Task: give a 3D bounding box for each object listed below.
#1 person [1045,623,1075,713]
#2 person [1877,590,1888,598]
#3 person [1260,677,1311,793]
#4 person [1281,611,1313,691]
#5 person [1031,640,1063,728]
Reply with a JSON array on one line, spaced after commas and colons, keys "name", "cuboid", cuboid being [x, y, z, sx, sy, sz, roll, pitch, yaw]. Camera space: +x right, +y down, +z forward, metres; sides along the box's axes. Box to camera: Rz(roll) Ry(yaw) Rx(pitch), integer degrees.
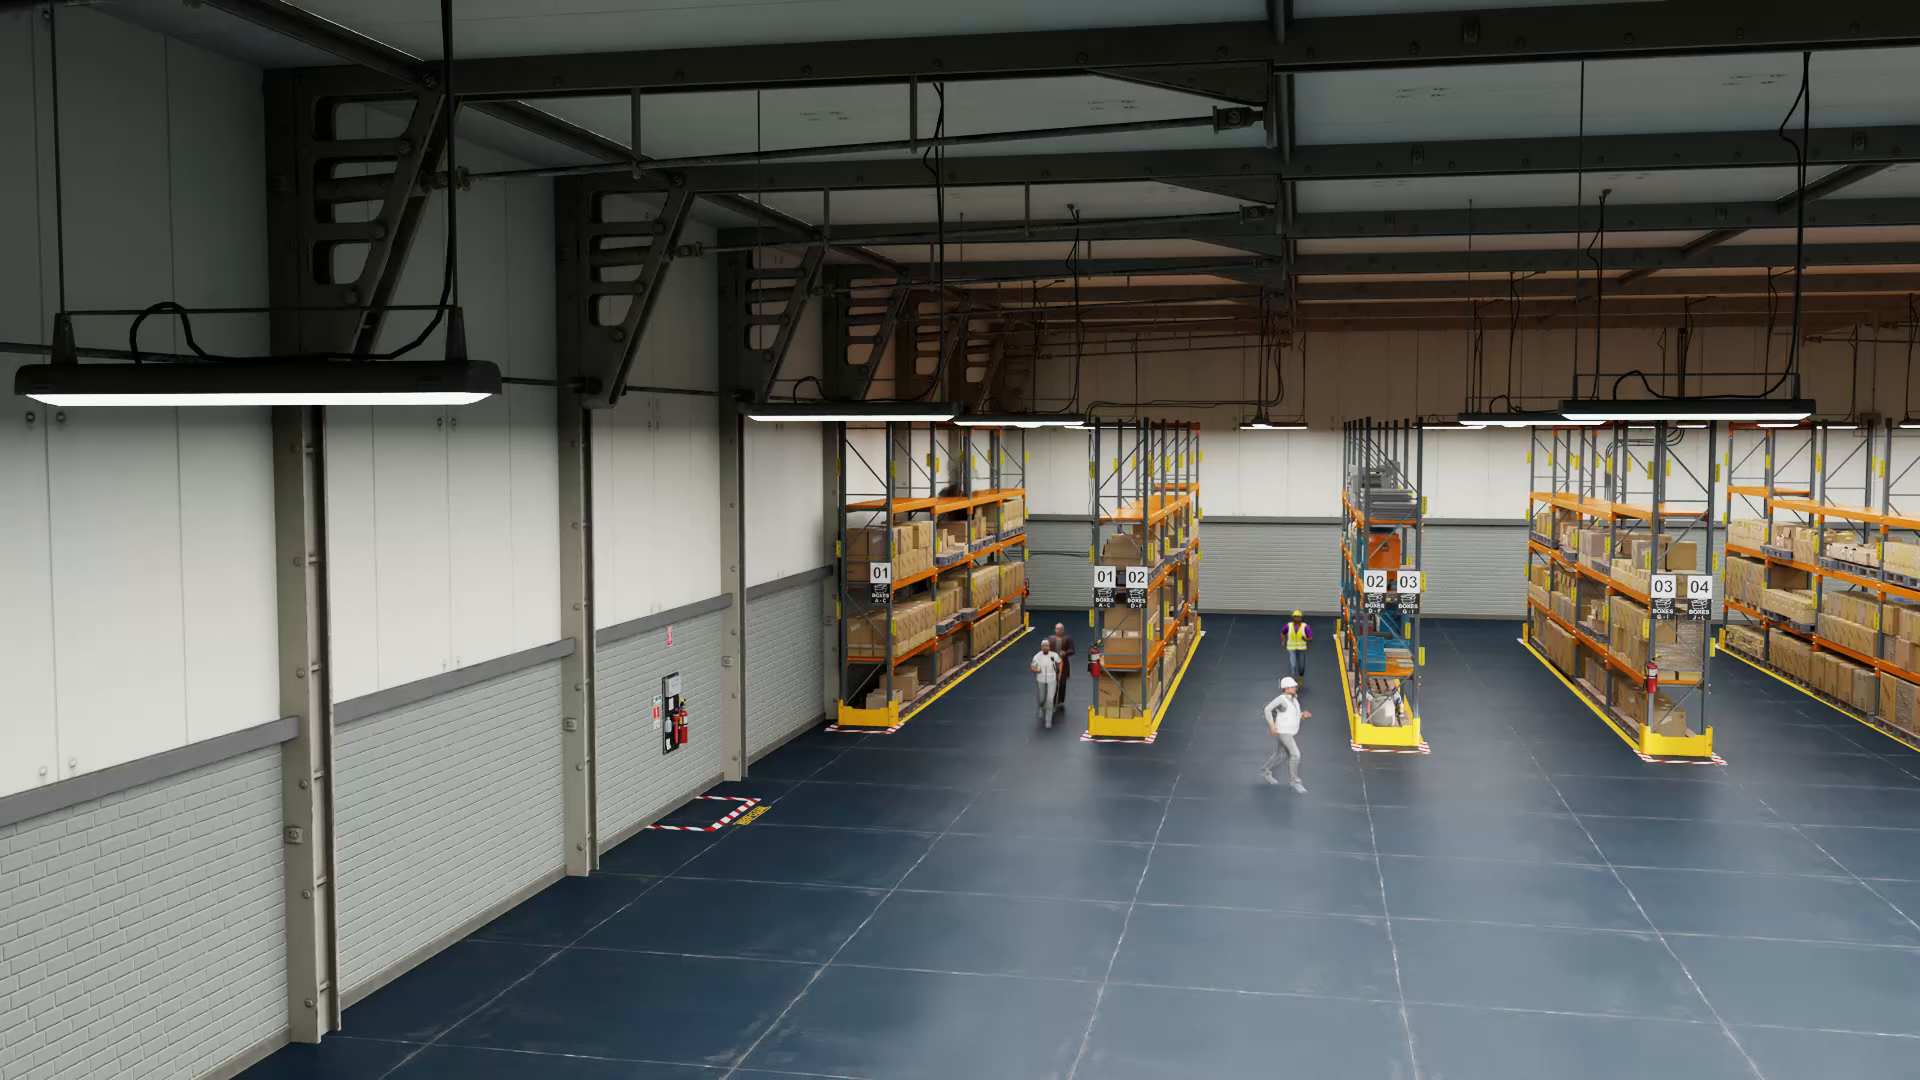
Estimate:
[{"name": "person", "cuboid": [2.019, 2.629, 34.095, 0.675, 1.846, 0.829, 0, 4, 0]}, {"name": "person", "cuboid": [24.703, 2.032, 44.672, 0.516, 1.610, 0.626, 1, 4, 16]}, {"name": "person", "cuboid": [5.198, 3.100, 26.599, 0.869, 1.825, 0.627, 2, 4, 33]}, {"name": "person", "cuboid": [7.470, 2.437, 36.892, 0.710, 1.747, 0.968, 1, 4, 11]}, {"name": "person", "cuboid": [1.702, 2.784, 32.573, 0.615, 1.684, 0.934, 0, 4, 8]}]
